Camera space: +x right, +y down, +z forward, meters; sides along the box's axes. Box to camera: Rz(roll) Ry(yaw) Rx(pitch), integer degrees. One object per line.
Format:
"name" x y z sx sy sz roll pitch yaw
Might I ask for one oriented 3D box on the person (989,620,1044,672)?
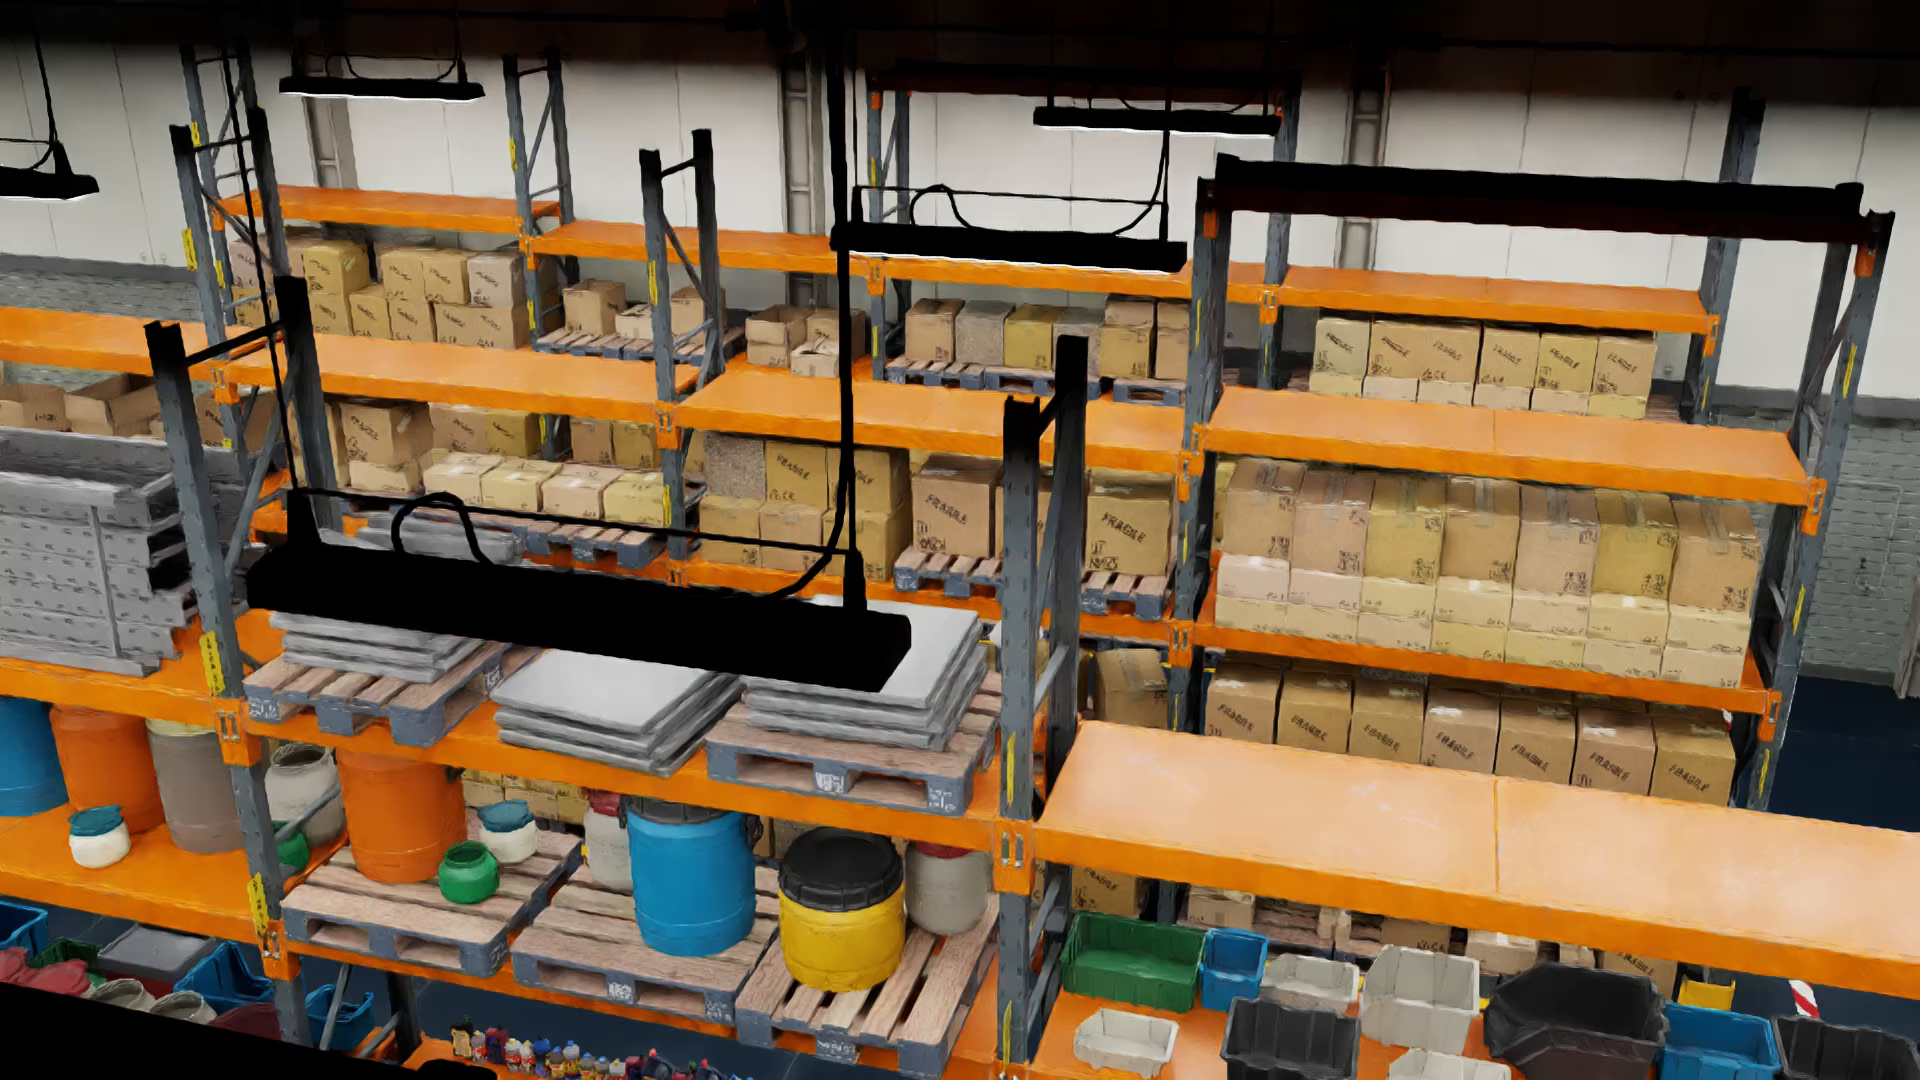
"person" 0.512 0.785 16.616 1.185 1.696 0.601 6 23 13
